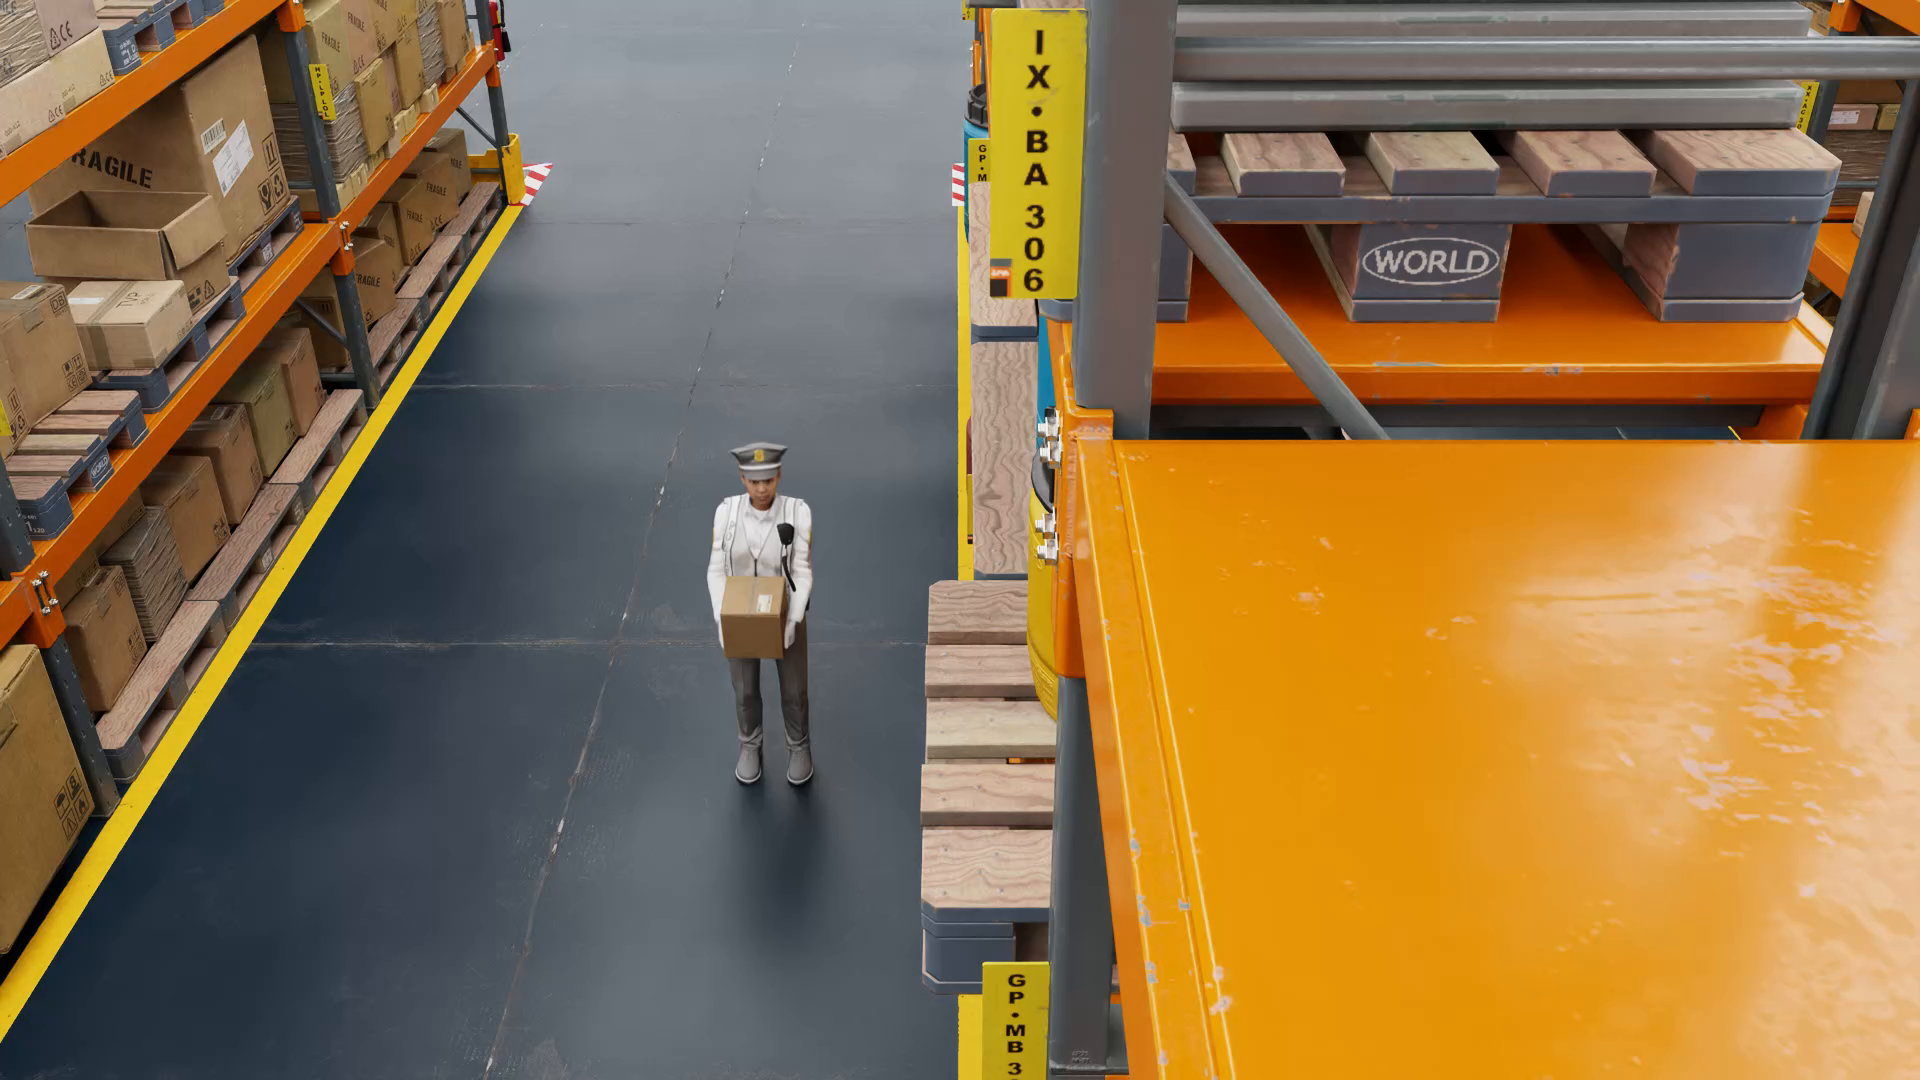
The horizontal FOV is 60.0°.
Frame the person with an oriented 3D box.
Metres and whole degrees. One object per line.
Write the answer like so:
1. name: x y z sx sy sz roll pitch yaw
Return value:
1. person: -0.866 0.364 7.324 0.459 1.686 0.553 0 32 1
